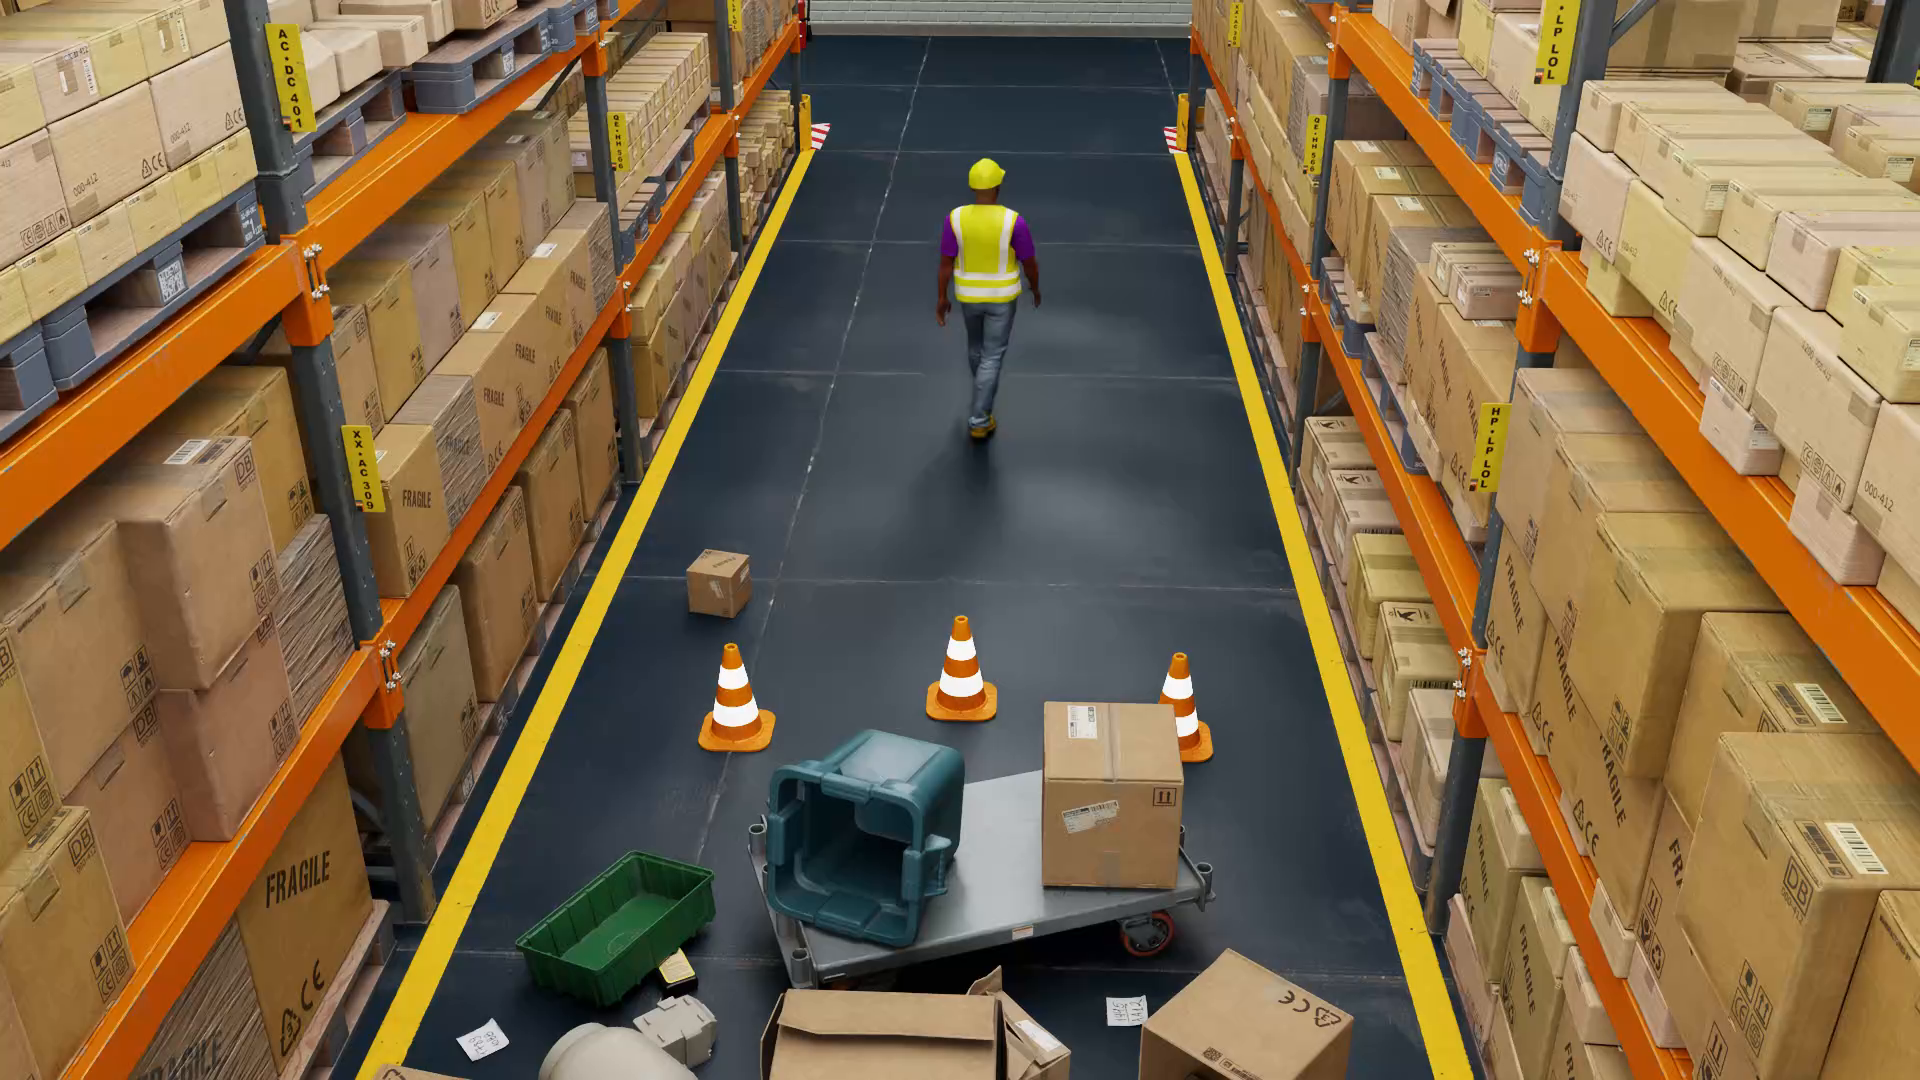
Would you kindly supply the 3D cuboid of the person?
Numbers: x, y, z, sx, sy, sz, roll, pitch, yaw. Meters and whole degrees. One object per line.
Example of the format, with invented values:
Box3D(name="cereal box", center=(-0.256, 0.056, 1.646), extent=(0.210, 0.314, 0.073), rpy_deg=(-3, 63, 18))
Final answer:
Box3D(name="person", center=(0.209, -1.597, 10.594), extent=(0.613, 1.732, 0.929), rpy_deg=(8, 29, 16))
